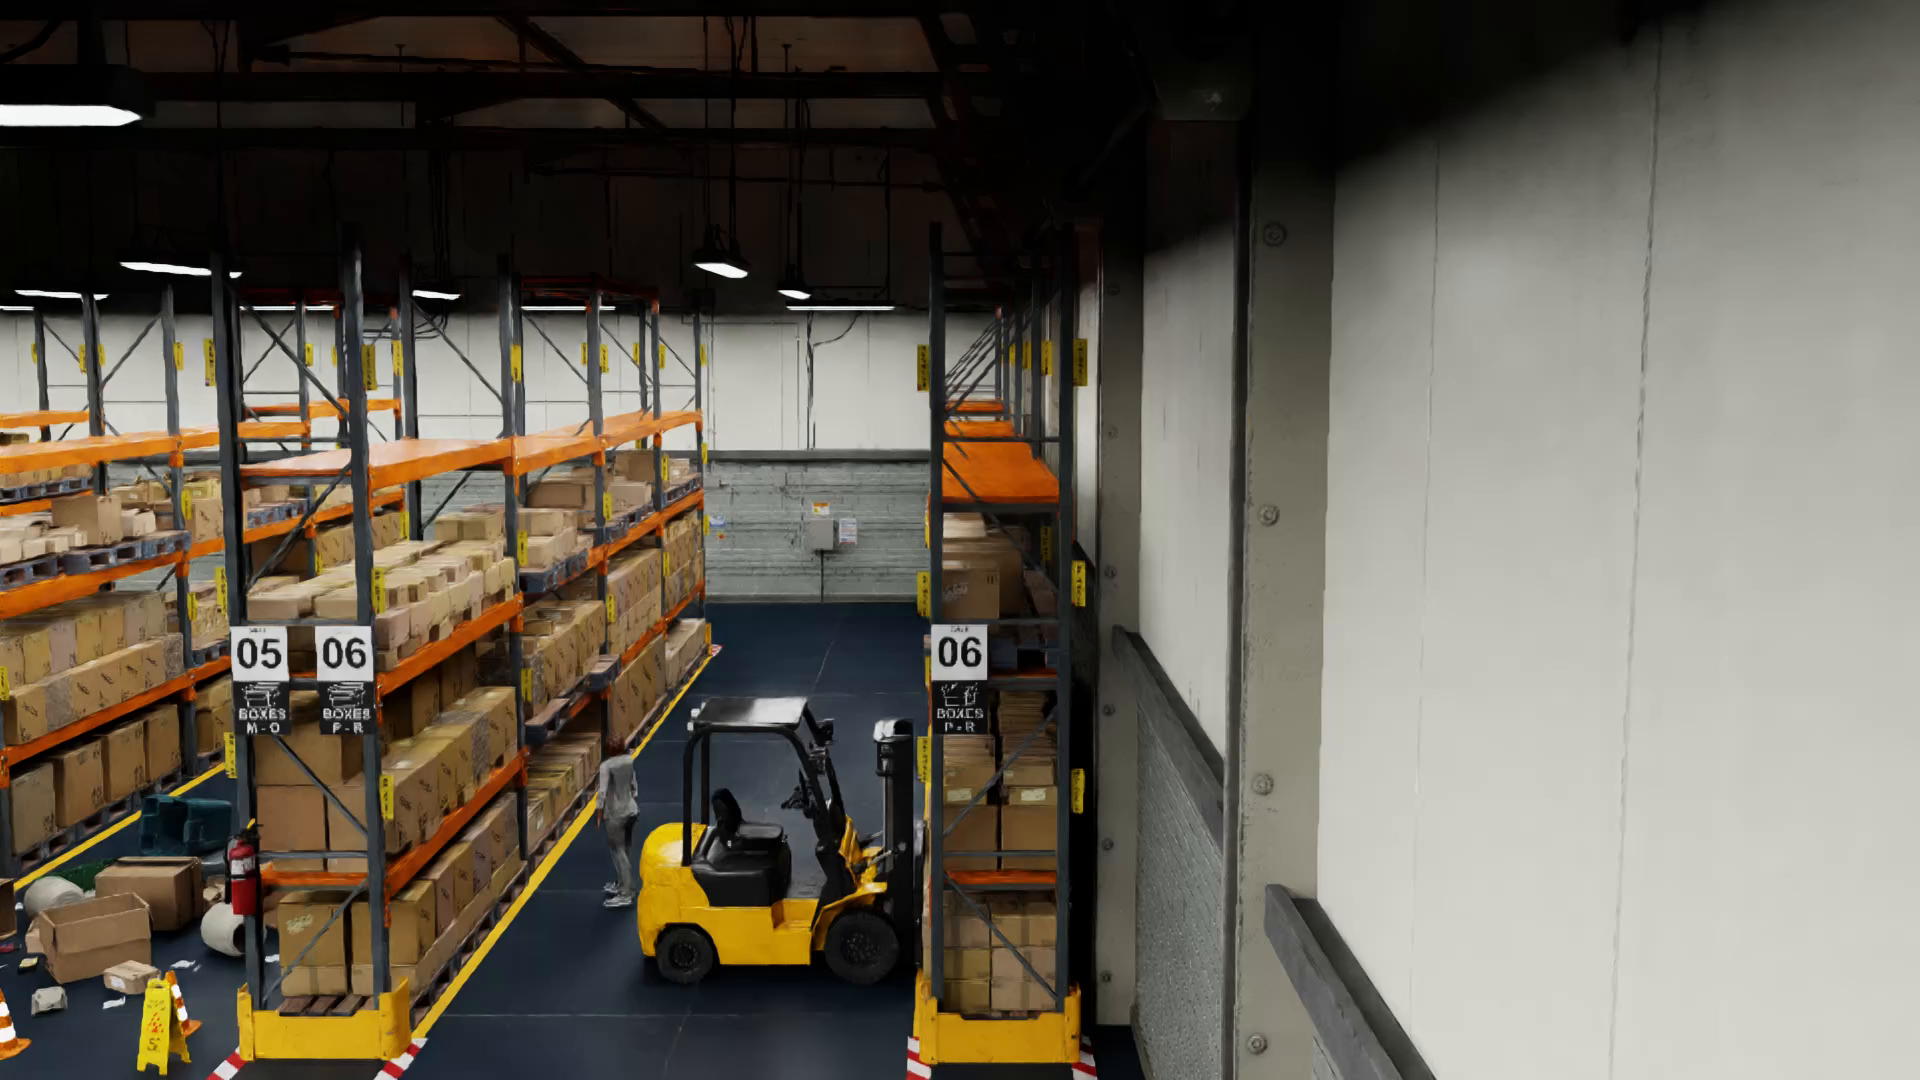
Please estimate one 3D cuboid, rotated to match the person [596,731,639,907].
[{"bbox_3d":[-3.193,2.563,15.473,0.527,1.592,0.523,4,8,33],"label":"person"}]
